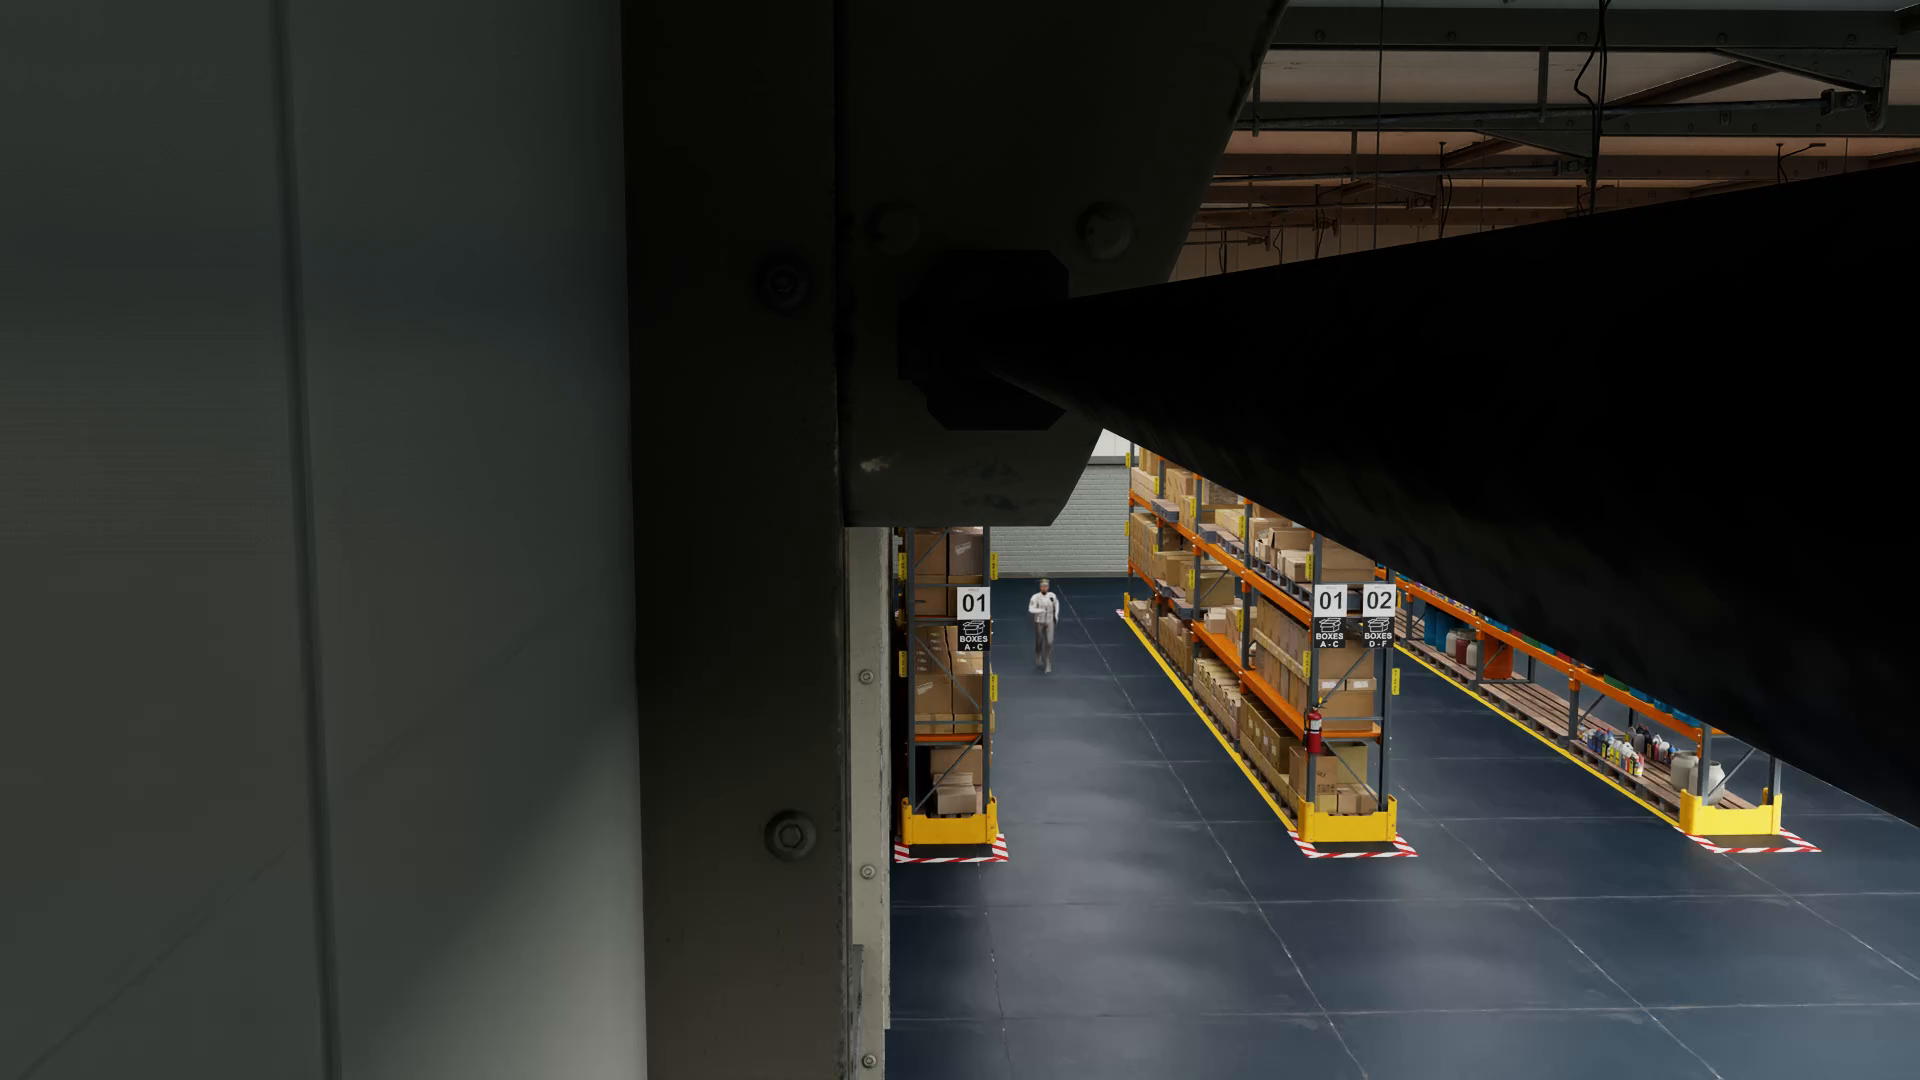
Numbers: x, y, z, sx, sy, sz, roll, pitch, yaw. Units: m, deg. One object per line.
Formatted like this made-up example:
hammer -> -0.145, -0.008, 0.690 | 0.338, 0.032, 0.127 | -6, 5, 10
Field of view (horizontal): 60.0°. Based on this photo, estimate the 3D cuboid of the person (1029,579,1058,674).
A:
person -> 1.541, 1.557, 30.718 | 0.569, 1.741, 0.845 | -1, 7, -4
